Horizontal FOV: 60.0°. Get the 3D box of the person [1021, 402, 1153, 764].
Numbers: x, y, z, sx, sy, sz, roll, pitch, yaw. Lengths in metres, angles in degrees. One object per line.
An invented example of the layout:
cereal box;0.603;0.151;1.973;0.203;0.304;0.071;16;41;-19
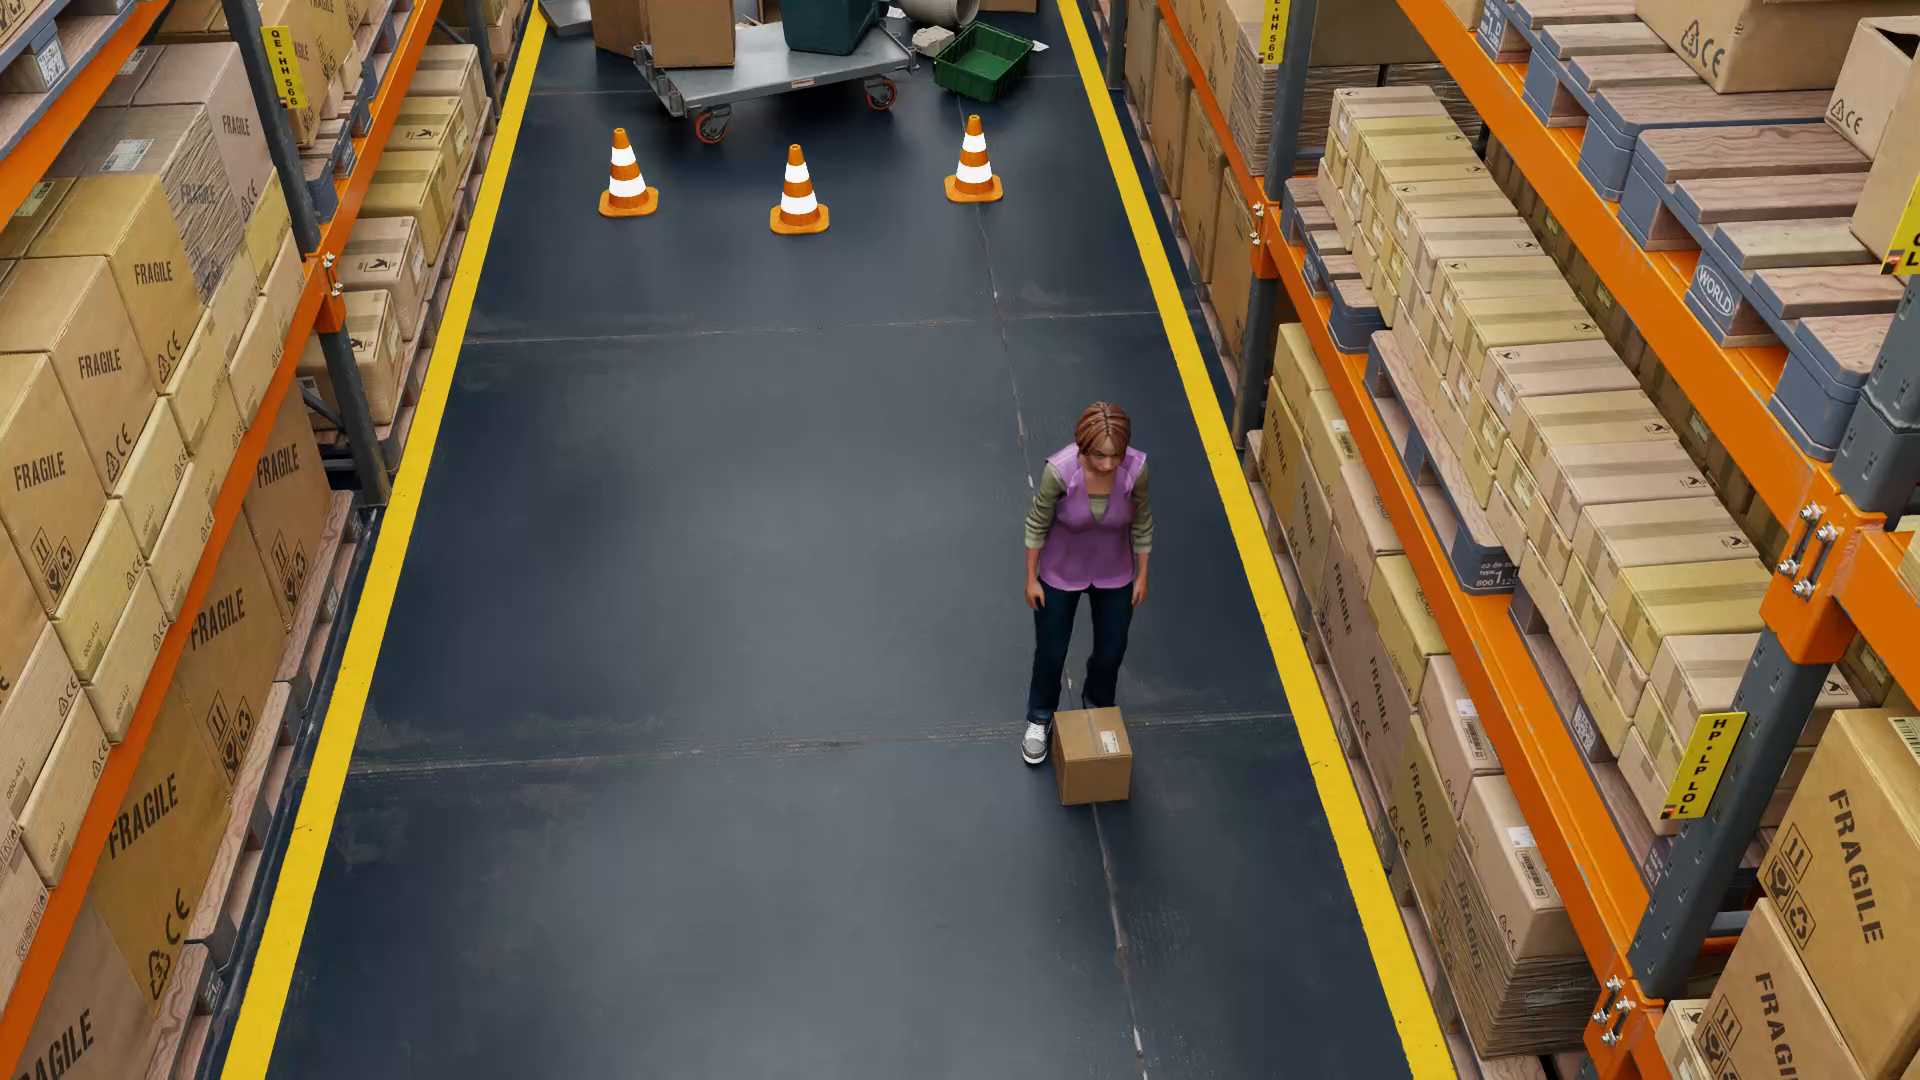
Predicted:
person;0.460;0.149;5.985;0.459;1.591;0.369;-3;40;-4
